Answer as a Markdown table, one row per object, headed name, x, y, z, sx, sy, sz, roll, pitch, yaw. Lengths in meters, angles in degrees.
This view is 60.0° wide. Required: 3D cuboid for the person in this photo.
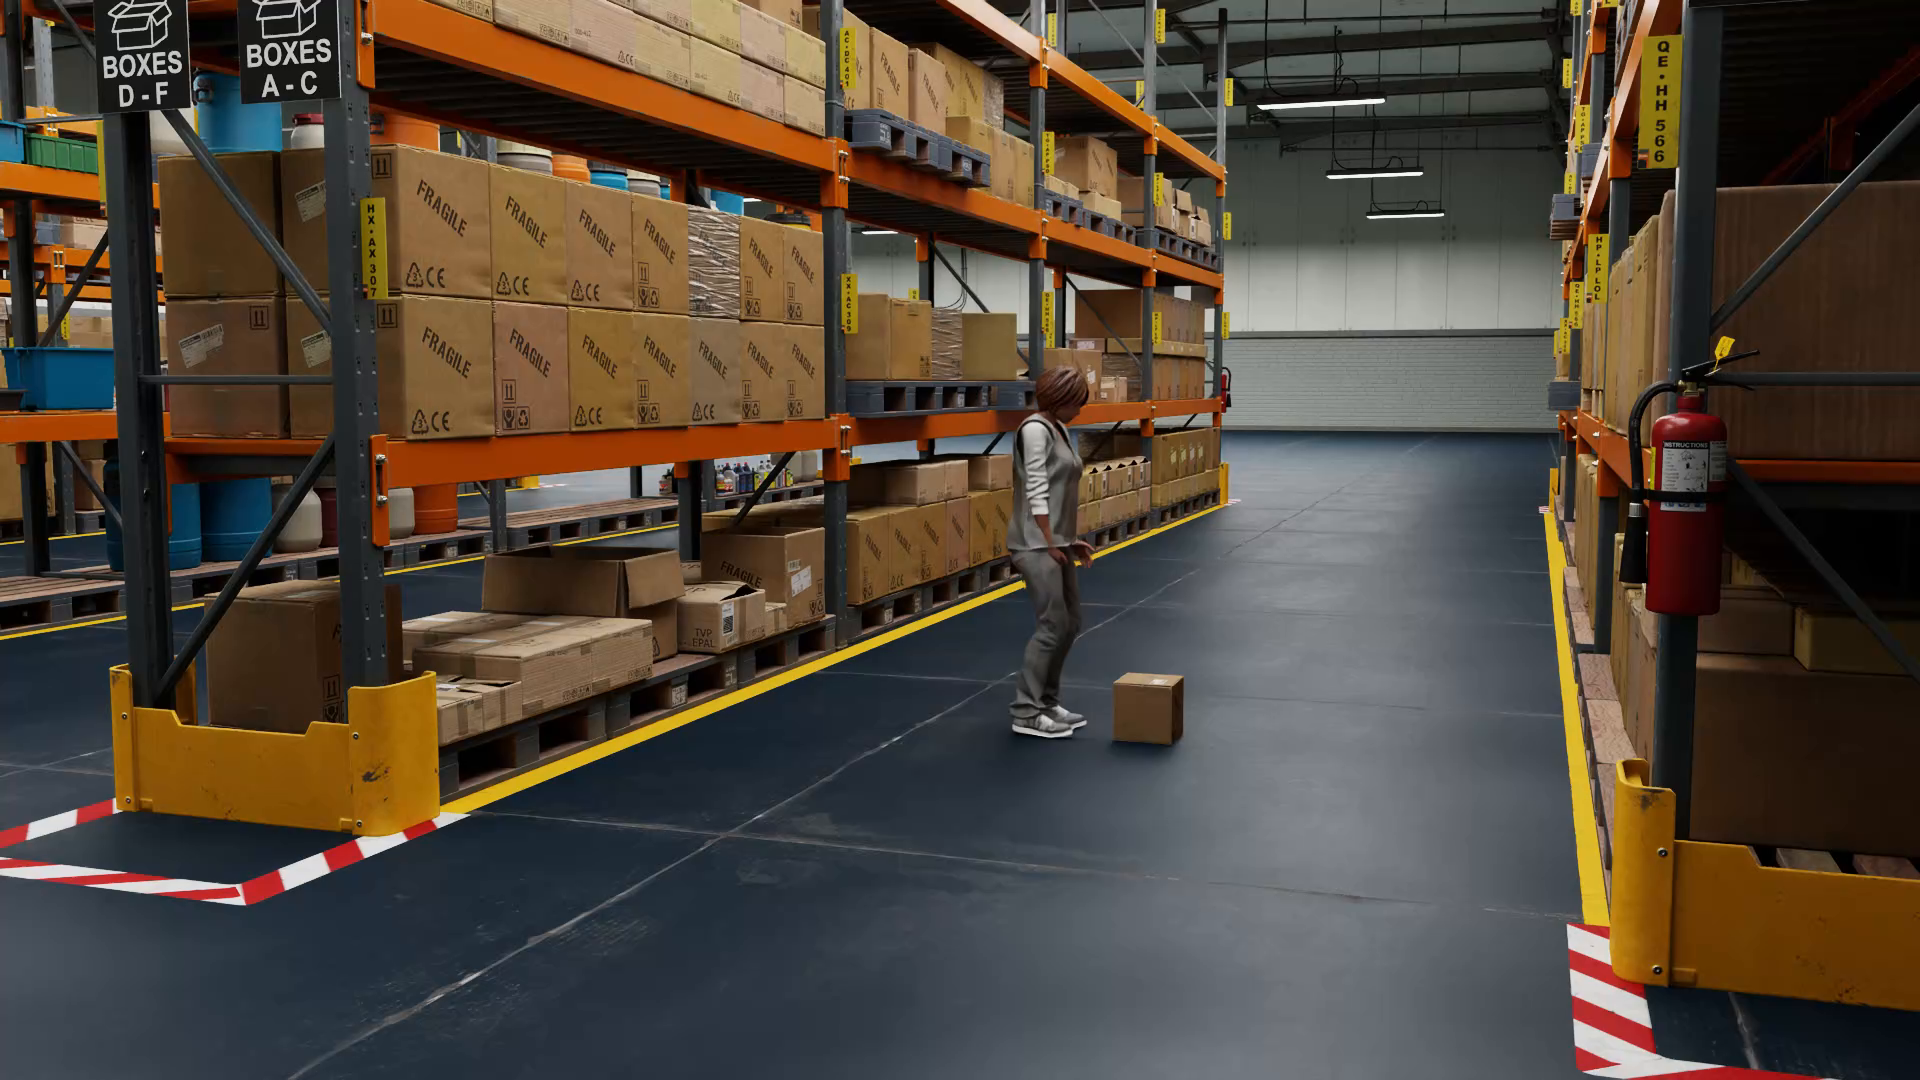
| name | x | y | z | sx | sy | sz | roll | pitch | yaw |
| --- | --- | --- | --- | --- | --- | --- | --- | --- | --- |
| person | 0.381 | 0.051 | 7.148 | 0.340 | 1.562 | 0.417 | 2 | 6 | 20 |
